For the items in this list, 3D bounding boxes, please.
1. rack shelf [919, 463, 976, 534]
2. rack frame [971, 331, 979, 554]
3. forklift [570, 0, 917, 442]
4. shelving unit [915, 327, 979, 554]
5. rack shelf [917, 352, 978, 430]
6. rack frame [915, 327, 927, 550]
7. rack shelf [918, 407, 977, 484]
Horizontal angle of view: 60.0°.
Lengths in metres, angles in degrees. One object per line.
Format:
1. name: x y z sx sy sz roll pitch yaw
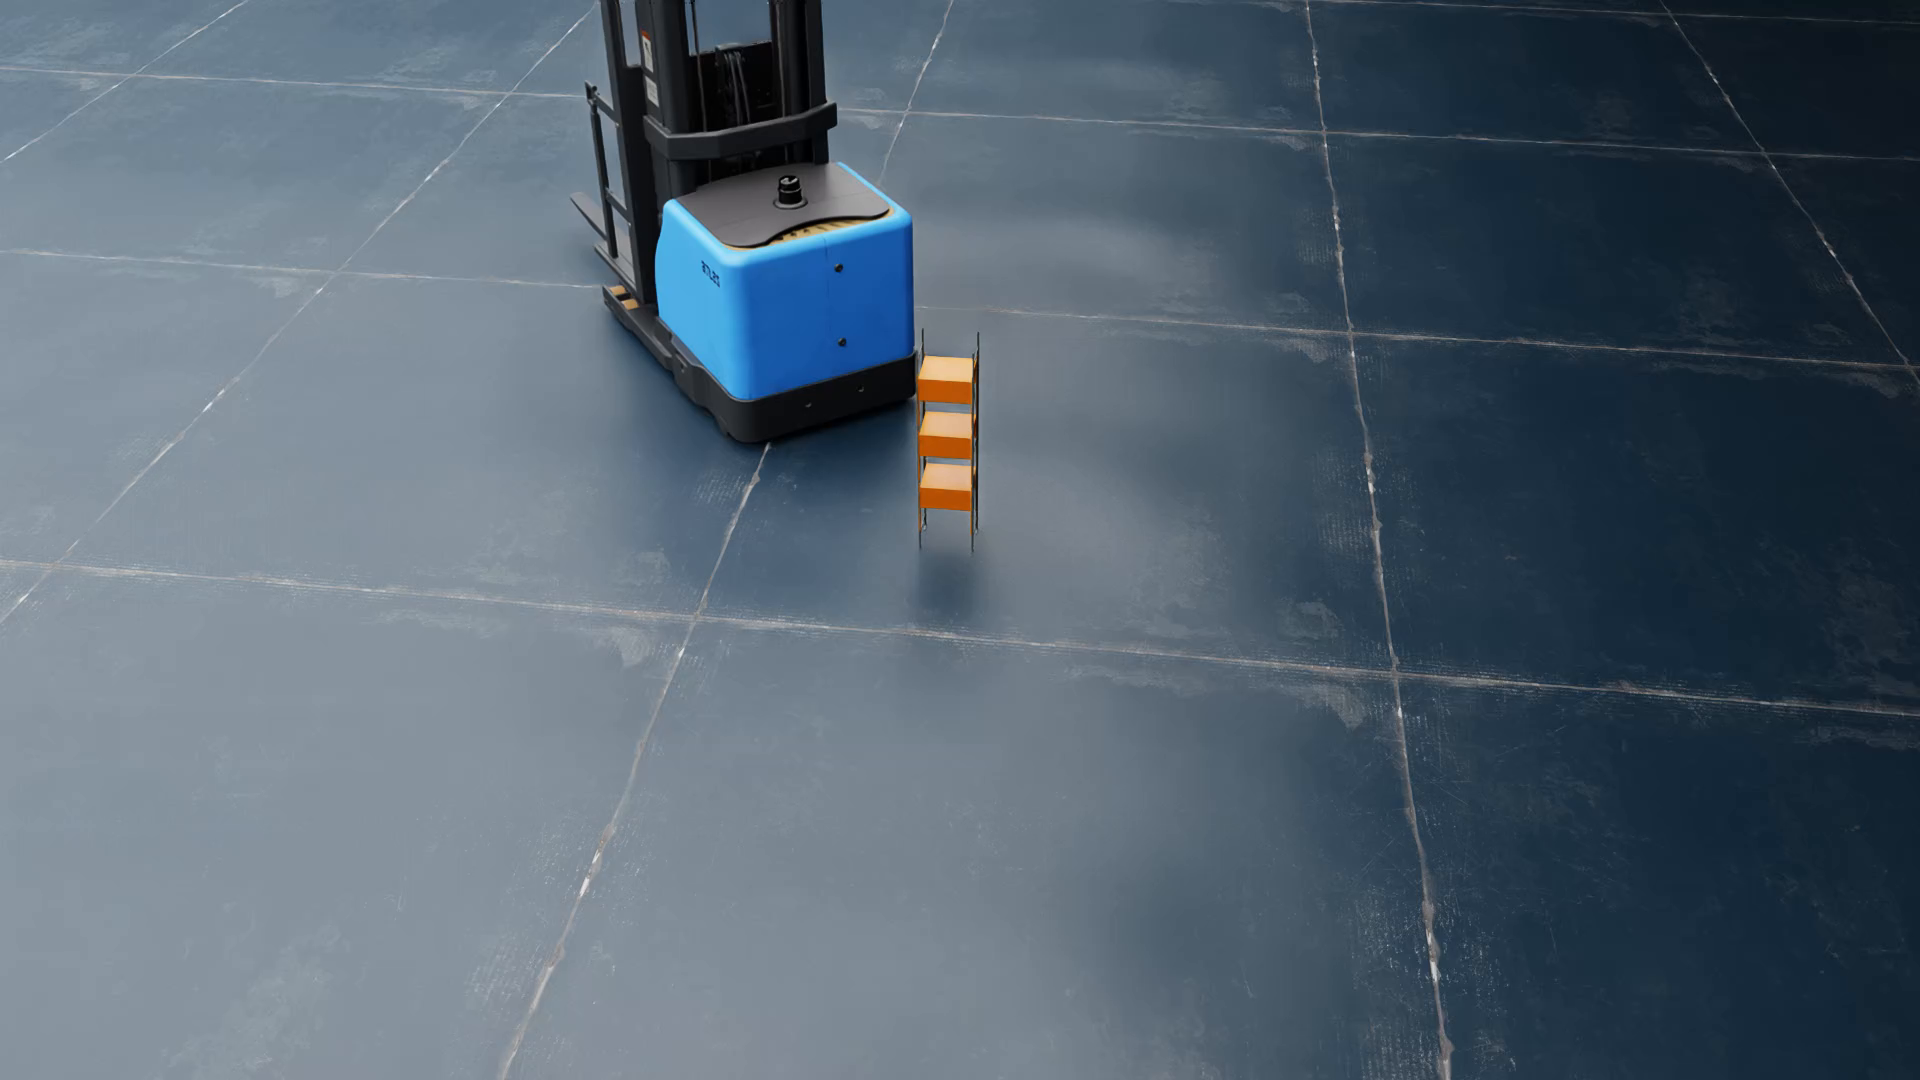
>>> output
1. rack shelf: -0.053 -0.196 7.618 0.240 0.259 0.215 4 36 6
2. rack frame: 0.068 -0.422 7.438 0.008 1.050 0.200 4 36 6
3. forklift: -1.392 -2.512 8.747 1.130 2.935 3.031 -19 40 -24
4. shelving unit: -0.053 -0.431 7.451 0.252 1.050 0.215 4 36 6
5. rack shelf: -0.053 -0.654 7.292 0.240 0.259 0.215 4 36 6
6. rack frame: -0.174 -0.440 7.463 0.008 1.050 0.200 4 36 6
7. rack shelf: -0.053 -0.423 7.457 0.240 0.259 0.215 4 36 6
